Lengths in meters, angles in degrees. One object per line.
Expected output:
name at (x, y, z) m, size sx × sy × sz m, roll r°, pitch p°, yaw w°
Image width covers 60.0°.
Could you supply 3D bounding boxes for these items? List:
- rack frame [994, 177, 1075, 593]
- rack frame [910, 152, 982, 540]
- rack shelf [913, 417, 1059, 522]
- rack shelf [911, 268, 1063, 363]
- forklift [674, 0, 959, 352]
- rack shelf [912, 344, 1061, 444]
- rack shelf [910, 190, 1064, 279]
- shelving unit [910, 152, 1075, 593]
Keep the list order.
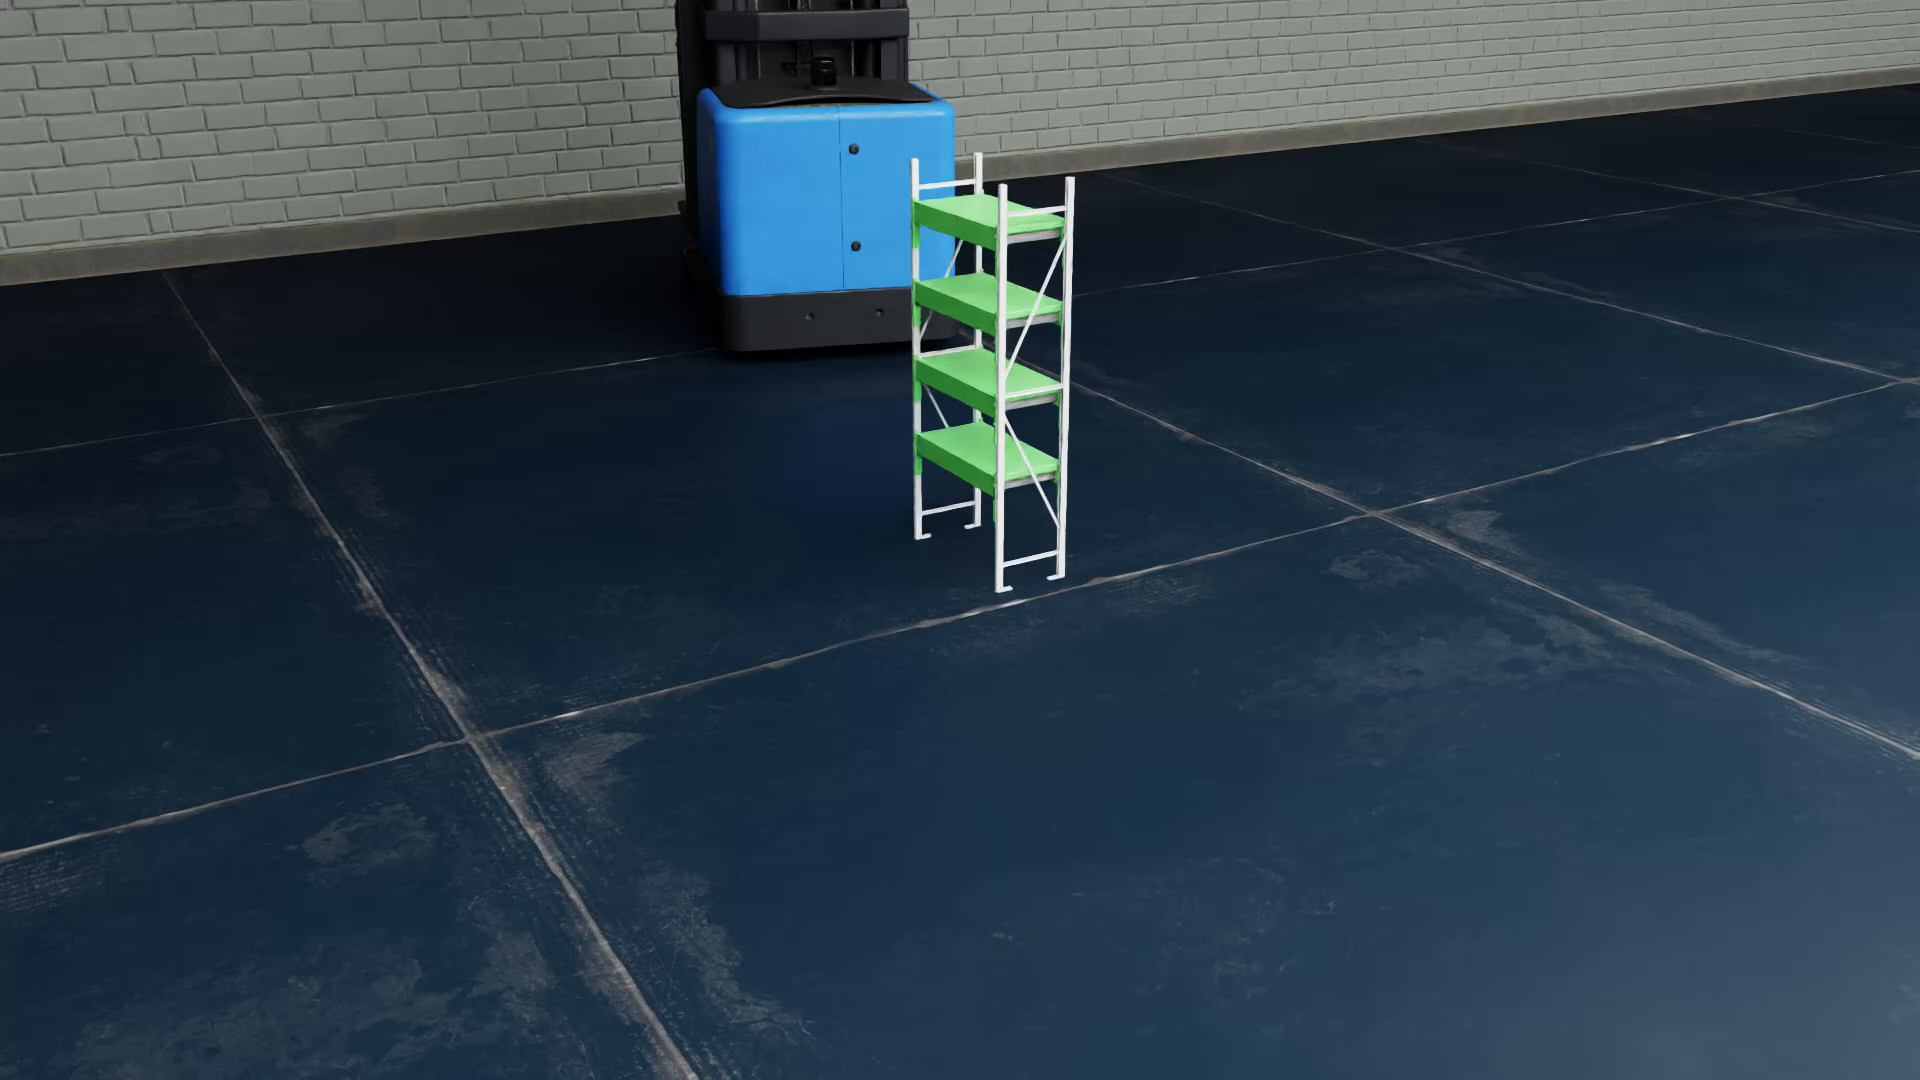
rack frame at (0.209, -0.423, 4.759) m, size 0.240 × 1.200 × 0.015 m, roll -13°, pitch 25°, yaw -28°
rack frame at (-0.040, -0.581, 5.148) m, size 0.240 × 1.200 × 0.015 m, roll -13°, pitch 25°, yaw -28°
rack shelf at (0.085, -0.221, 5.068) m, size 0.258 × 0.148 × 0.480 m, roll -13°, pitch 25°, yaw -28°
rack shelf at (0.085, -0.665, 4.887) m, size 0.258 × 0.148 × 0.480 m, roll -13°, pitch 25°, yaw -28°
forklift at (-0.847, -2.687, 8.030) m, size 1.130 × 2.935 × 3.031 m, roll -5°, pitch 23°, yaw -12°
rack shelf at (0.085, -0.443, 4.978) m, size 0.258 × 0.148 × 0.480 m, roll -13°, pitch 25°, yaw -28°
rack shelf at (0.085, -0.888, 4.797) m, size 0.258 × 0.148 × 0.480 m, roll -13°, pitch 25°, yaw -28°
shelving unit at (0.085, -0.502, 4.954) m, size 0.258 × 1.200 × 0.503 m, roll -13°, pitch 25°, yaw -28°
